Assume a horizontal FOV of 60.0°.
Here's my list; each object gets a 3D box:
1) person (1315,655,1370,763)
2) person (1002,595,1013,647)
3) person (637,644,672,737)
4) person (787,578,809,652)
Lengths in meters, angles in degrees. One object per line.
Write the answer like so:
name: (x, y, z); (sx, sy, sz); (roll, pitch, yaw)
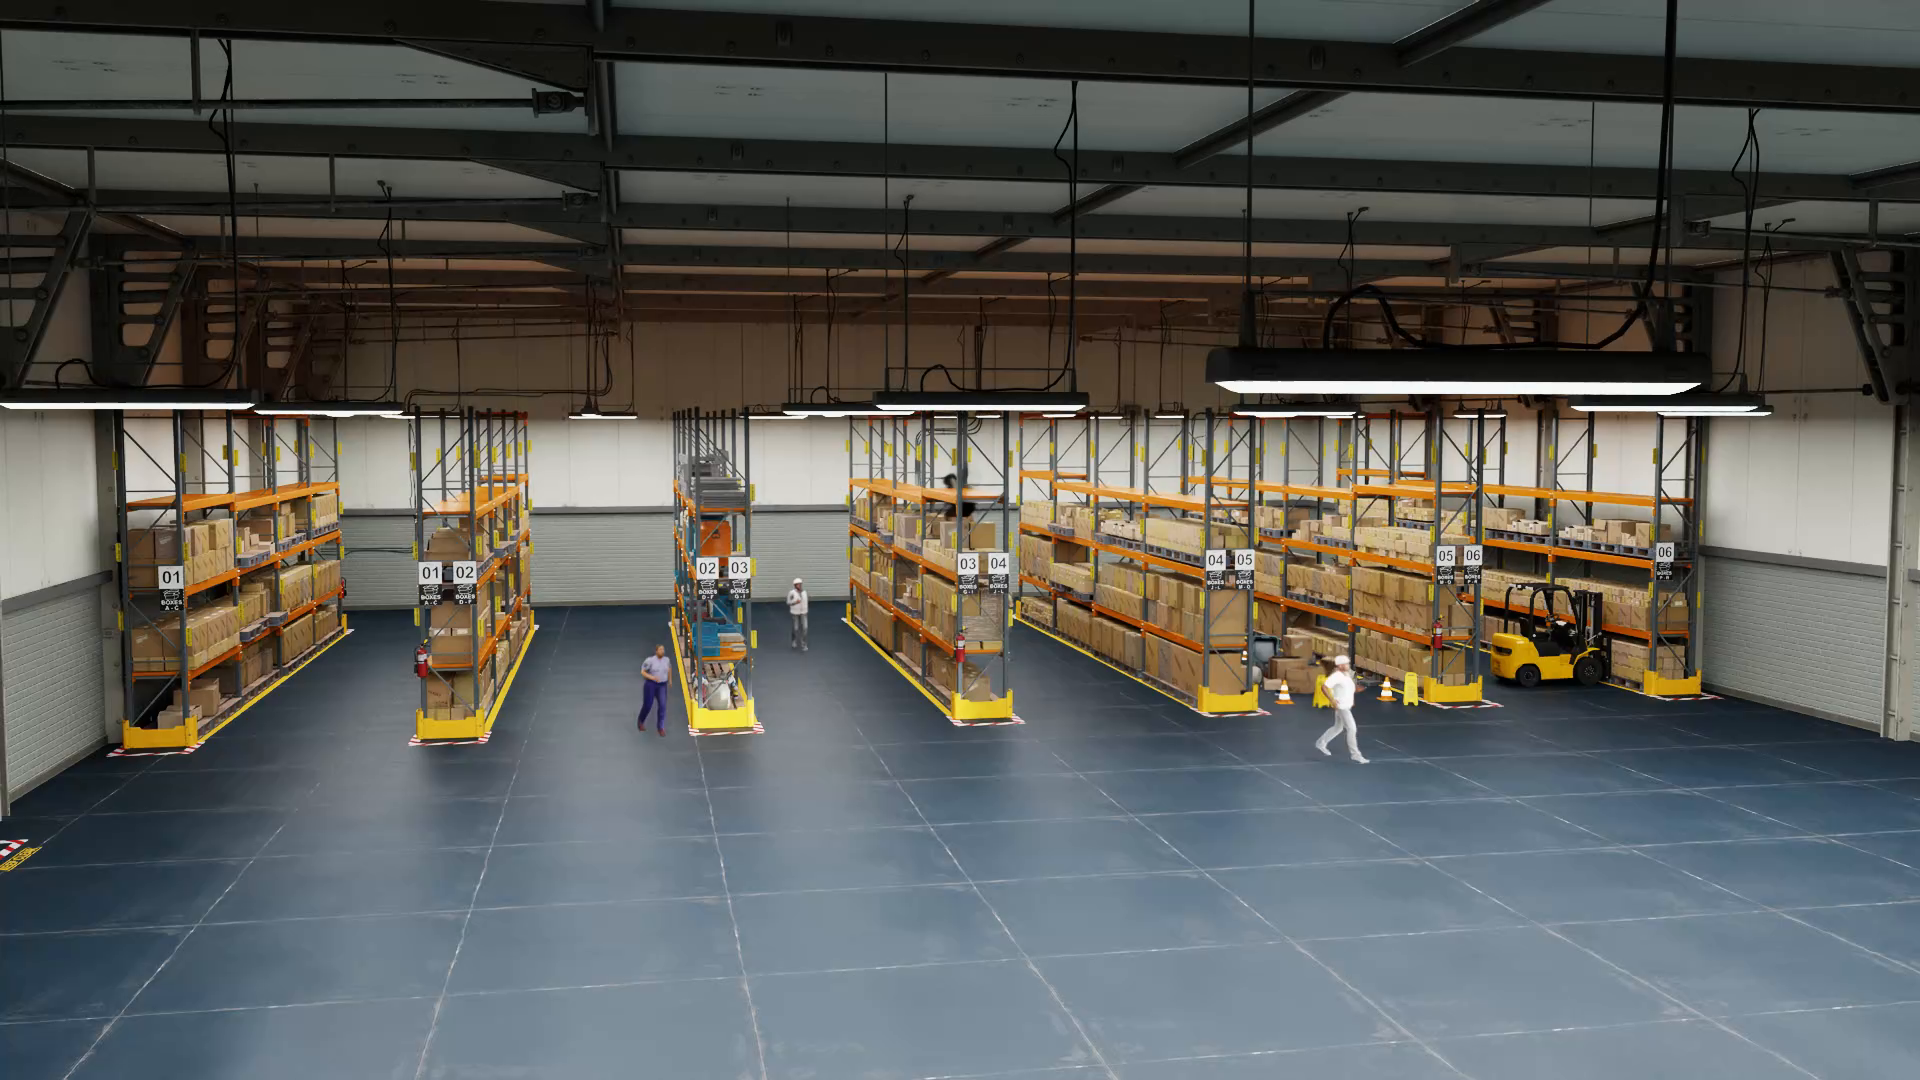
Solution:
person: (6.439, 2.823, 27.973); (0.959, 1.770, 0.693); (2, 4, 25)
person: (1.078, 1.909, 42.130); (0.589, 1.635, 0.802); (-1, 4, -16)
person: (-5.556, 2.739, 30.555); (0.653, 1.681, 0.823); (-2, 5, -32)
person: (-4.039, 1.860, 41.649); (0.646, 1.809, 0.808); (-2, 4, -24)
